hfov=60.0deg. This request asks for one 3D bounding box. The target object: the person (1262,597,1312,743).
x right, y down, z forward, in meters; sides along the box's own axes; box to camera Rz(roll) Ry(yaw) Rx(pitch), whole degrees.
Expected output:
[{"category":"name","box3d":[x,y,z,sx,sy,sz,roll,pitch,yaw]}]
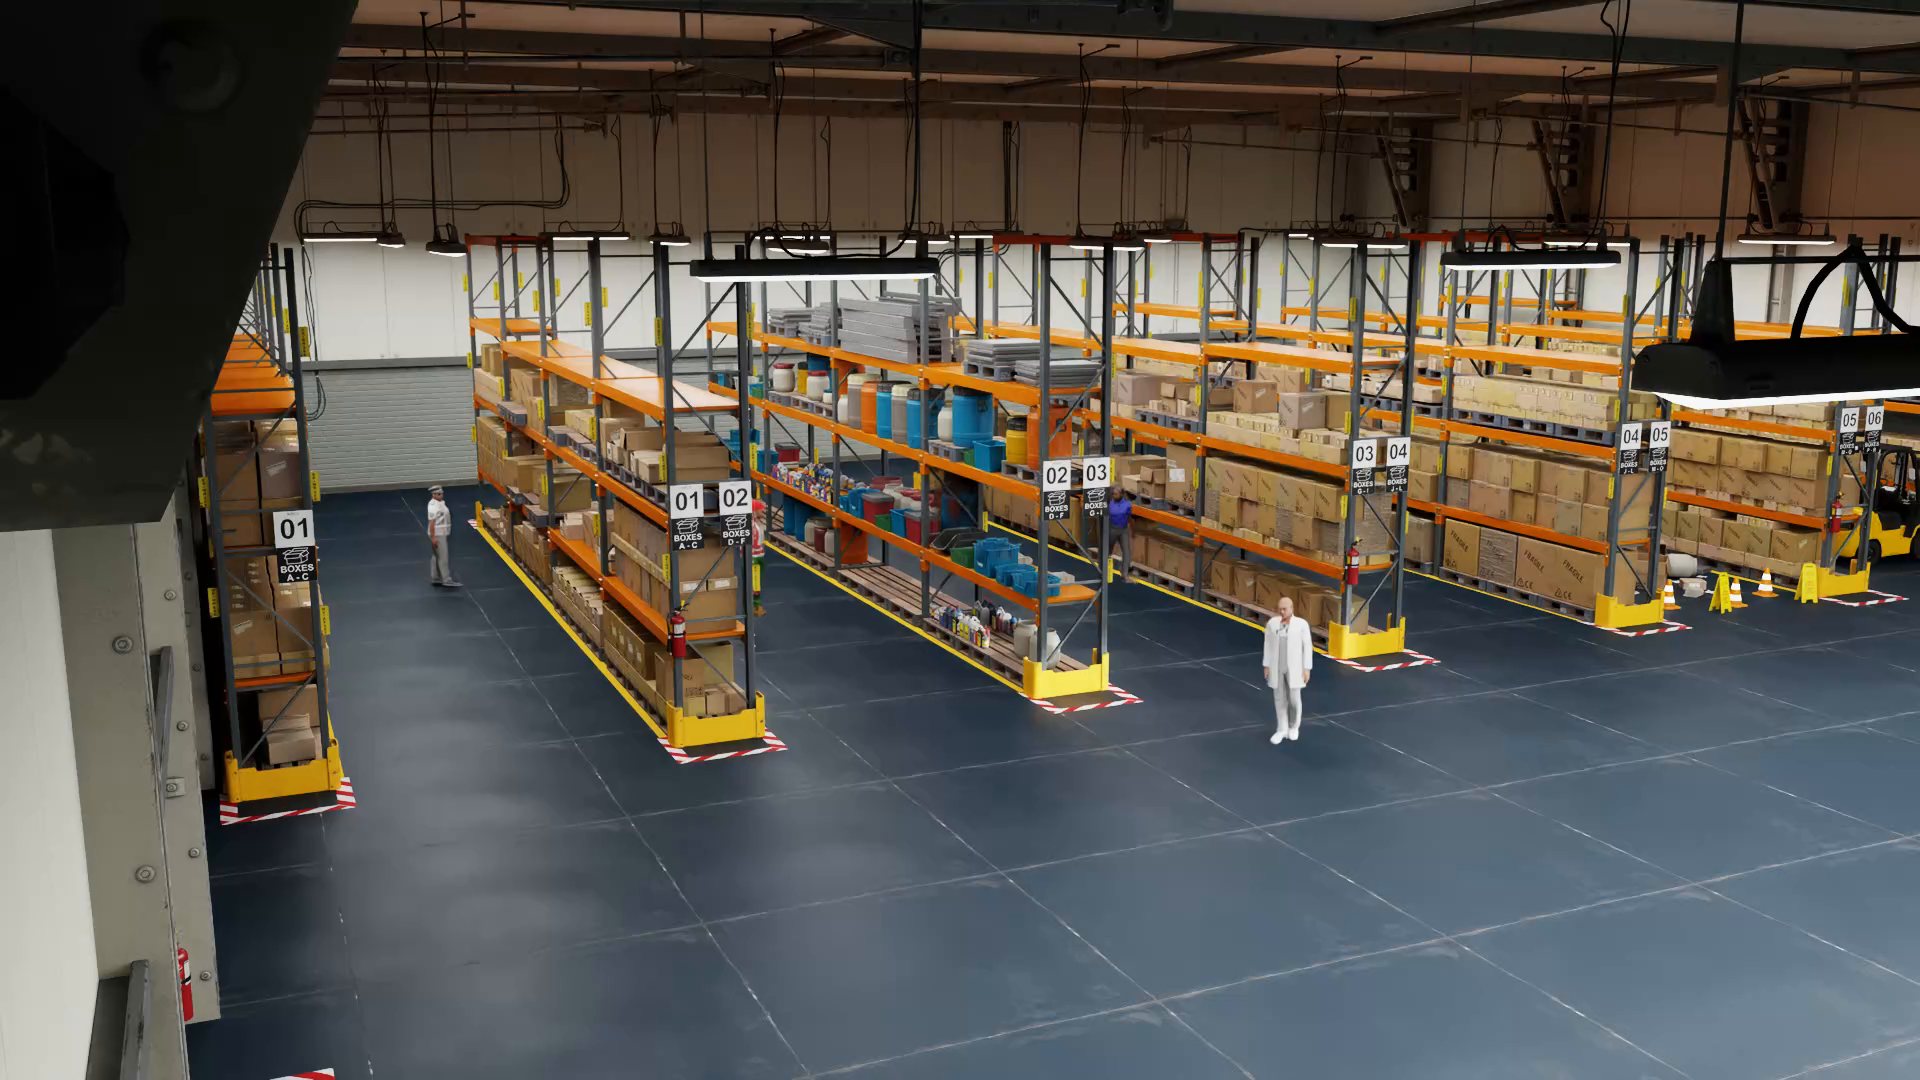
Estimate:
[{"category":"person","box3d":[4.006,1.581,20.340,0.628,1.776,0.505,6,12,26]}]

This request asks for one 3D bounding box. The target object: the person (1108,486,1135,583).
[{"category":"person","box3d":[2.690,-0.122,27.976,0.564,1.613,0.904,-4,12,-18]}]

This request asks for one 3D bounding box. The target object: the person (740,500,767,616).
[{"category":"person","box3d":[-3.184,0.292,25.521,0.418,1.826,0.613,6,13,29]}]

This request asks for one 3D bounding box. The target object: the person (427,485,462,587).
[{"category":"person","box3d":[-8.996,-0.085,28.960,0.527,1.785,0.550,-3,11,-14]}]
